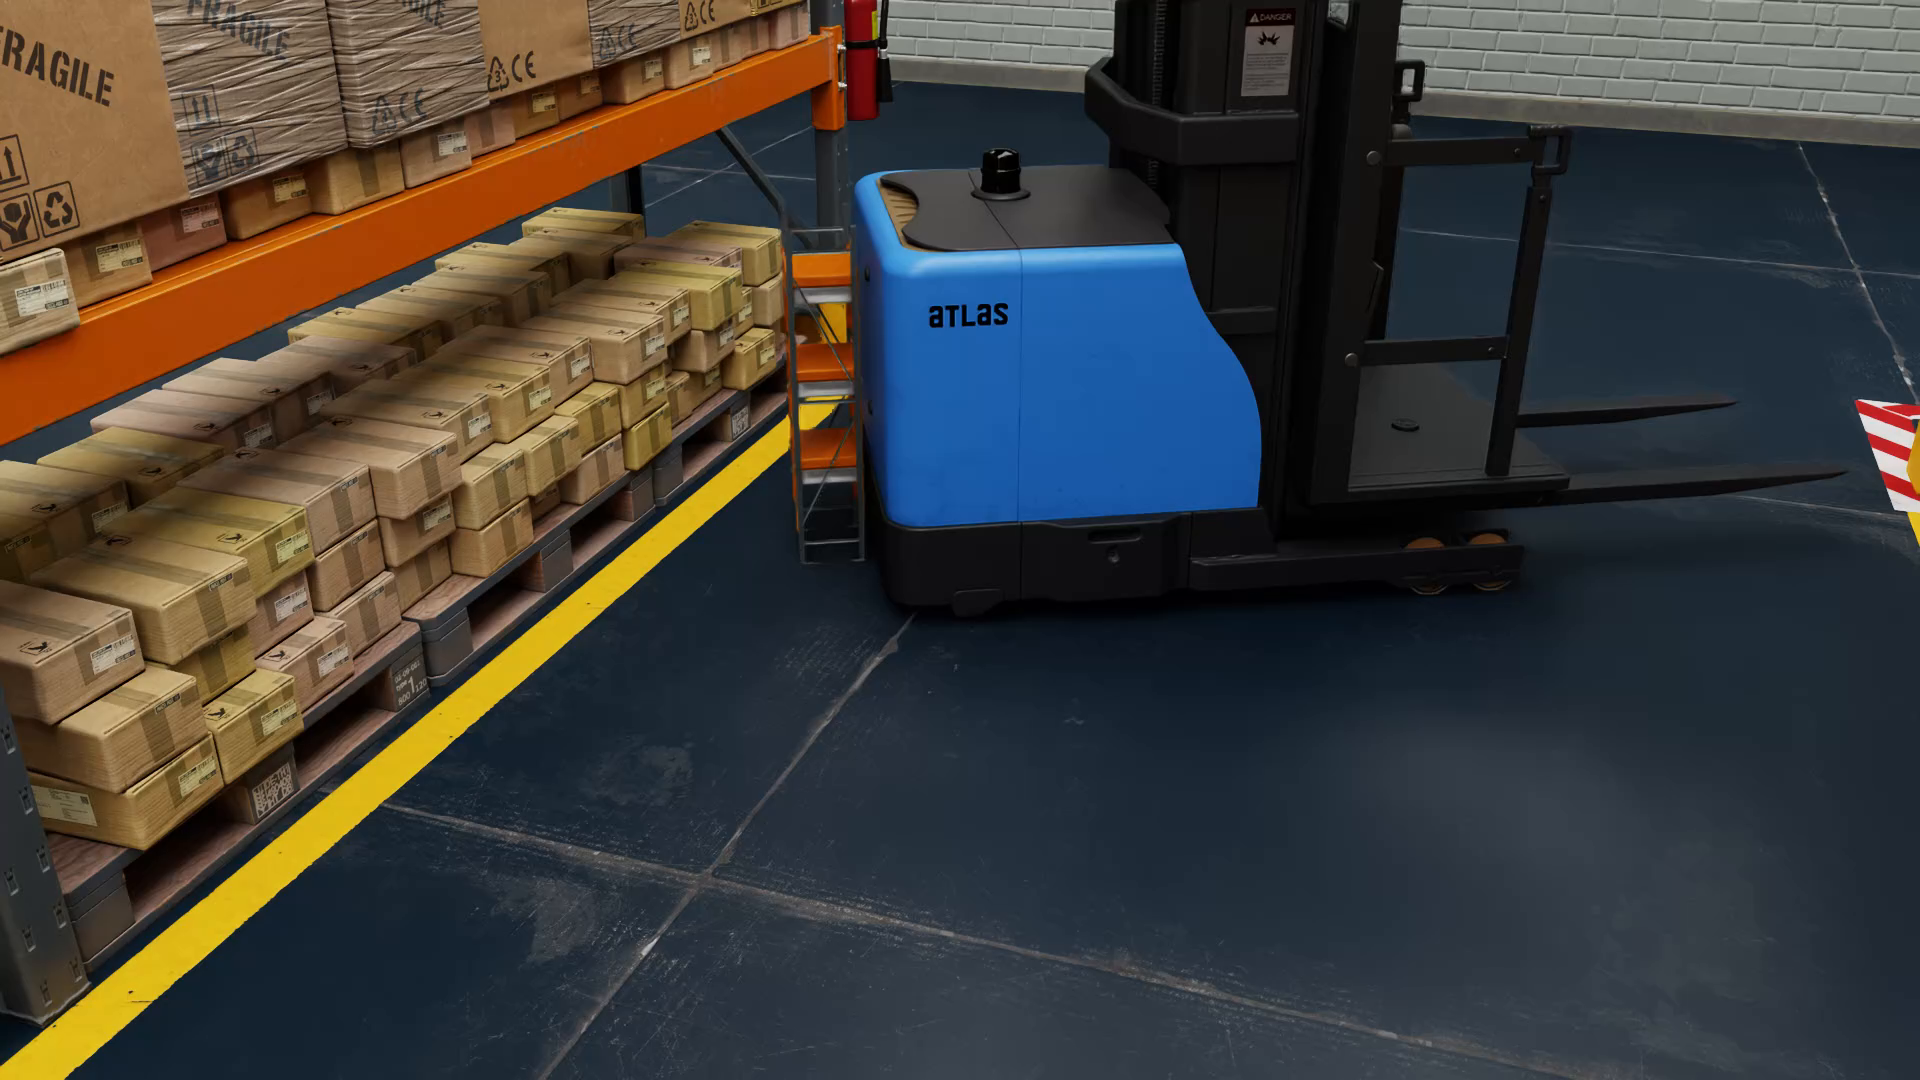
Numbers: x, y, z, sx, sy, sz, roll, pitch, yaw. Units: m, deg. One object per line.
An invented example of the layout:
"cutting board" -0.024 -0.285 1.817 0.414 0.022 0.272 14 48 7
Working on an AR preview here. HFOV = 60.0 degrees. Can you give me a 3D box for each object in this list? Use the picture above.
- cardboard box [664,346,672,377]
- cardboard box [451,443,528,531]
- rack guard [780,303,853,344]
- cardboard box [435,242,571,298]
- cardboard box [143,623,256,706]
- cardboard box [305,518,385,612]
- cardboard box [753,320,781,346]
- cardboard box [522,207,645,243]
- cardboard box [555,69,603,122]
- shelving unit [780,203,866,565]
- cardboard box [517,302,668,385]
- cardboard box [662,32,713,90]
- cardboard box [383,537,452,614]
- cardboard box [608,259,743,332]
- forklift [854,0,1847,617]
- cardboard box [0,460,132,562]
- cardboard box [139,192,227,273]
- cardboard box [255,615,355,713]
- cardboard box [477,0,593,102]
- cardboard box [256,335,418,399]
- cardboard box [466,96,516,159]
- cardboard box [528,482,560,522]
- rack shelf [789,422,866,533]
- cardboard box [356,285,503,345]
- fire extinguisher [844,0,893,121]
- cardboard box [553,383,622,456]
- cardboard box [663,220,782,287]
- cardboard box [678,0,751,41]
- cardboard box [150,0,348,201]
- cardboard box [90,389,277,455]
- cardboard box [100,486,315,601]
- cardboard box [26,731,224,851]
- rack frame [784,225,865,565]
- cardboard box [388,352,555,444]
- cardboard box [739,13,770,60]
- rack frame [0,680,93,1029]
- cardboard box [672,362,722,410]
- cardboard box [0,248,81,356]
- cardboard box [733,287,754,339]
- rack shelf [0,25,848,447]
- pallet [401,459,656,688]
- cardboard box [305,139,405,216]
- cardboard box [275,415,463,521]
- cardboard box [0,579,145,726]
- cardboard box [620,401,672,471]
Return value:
"cardboard box" -1.183 -0.603 5.502 0.380 0.149 0.250 8 27 17
"cardboard box" -1.431 -0.167 4.600 0.380 0.149 0.250 9 27 17
"rack guard" -0.944 -0.975 6.690 1.175 0.500 0.348 9 27 17
"cardboard box" -1.597 -0.923 5.821 0.380 0.149 0.250 9 27 17
"cardboard box" -1.828 0.253 3.733 0.380 0.149 0.250 9 27 18
"cardboard box" -1.689 0.037 4.179 0.380 0.149 0.250 7 27 15
"cardboard box" -0.898 -0.790 6.230 0.380 0.149 0.250 9 27 18
"cardboard box" -1.414 -1.139 6.267 0.380 0.149 0.250 8 27 15
"cardboard box" -1.273 -1.327 4.836 0.380 0.149 0.250 8 27 15
"shelving unit" -0.408 -0.455 4.985 0.215 1.050 0.252 -4 26 -7
"cardboard box" -1.143 -0.615 5.185 0.380 0.149 0.250 10 28 19
"cardboard box" -1.011 -1.533 5.262 0.380 0.149 0.250 9 27 19
"cardboard box" -1.610 0.058 4.479 0.380 0.149 0.250 8 27 15
"cardboard box" -0.960 -0.831 5.630 0.380 0.149 0.250 8 27 16
"forklift" 1.221 -1.381 4.739 3.031 2.935 1.130 -4 26 -7
"cardboard box" -2.254 -0.059 4.037 0.380 0.149 0.250 8 27 17
"cardboard box" -1.792 -0.677 3.495 0.380 0.149 0.250 8 27 15
"cardboard box" -1.704 0.285 4.010 0.380 0.149 0.250 9 27 17
"cardboard box" -1.338 -1.464 4.375 0.500 0.500 0.500 10 28 20
"cardboard box" -1.827 -0.478 4.902 0.380 0.149 0.250 9 27 18
"cardboard box" -1.410 -1.108 4.385 0.380 0.149 0.250 10 28 19
"cardboard box" -1.417 -0.154 4.916 0.380 0.149 0.250 10 27 19
"rack shelf" -0.408 -0.195 5.111 0.215 0.259 0.240 -4 26 -7
"cardboard box" -1.702 -0.697 5.353 0.380 0.149 0.250 10 28 19
"fire extinguisher" -0.400 -1.965 6.383 0.296 0.674 0.183 9 27 17
"cardboard box" -1.260 -0.381 5.044 0.380 0.149 0.250 10 28 20
"cardboard box" -0.856 -1.050 6.084 0.380 0.149 0.250 9 27 18
"cardboard box" -1.002 -1.877 5.229 0.500 0.500 0.500 8 27 17
"cardboard box" -1.690 -1.038 3.495 0.500 0.500 0.500 9 27 17
"cardboard box" -2.091 -0.279 4.491 0.380 0.149 0.250 7 27 15
"cardboard box" -1.755 0.012 3.890 0.380 0.149 0.250 8 27 17
"cardboard box" -1.826 0.504 3.557 0.380 0.149 0.250 8 27 15
"rack frame" -0.391 -0.402 4.876 0.200 1.050 0.008 -4 26 -7
"cardboard box" -1.396 -0.411 4.764 0.380 0.149 0.250 9 27 18
"cardboard box" -0.879 -1.746 5.703 0.380 0.149 0.250 9 27 17
"rack frame" -2.250 -0.487 2.814 1.000 3.000 0.127 9 27 17
"cardboard box" -1.057 -0.574 5.783 0.380 0.149 0.250 9 27 17
"cardboard box" -1.847 -0.443 3.012 0.380 0.149 0.250 10 28 19
"cardboard box" -0.963 -0.813 5.935 0.380 0.149 0.250 8 27 16
"rack shelf" -1.585 -0.985 4.669 1.077 0.370 4.000 9 27 17
"pallet" -1.656 -0.016 5.042 1.003 0.211 1.213 9 27 17
"cardboard box" -1.551 -0.882 3.919 0.380 0.149 0.250 9 27 18
"cardboard box" -1.528 -0.191 4.310 0.380 0.149 0.250 9 27 19
"cardboard box" -1.940 0.227 3.445 0.380 0.149 0.250 10 28 20
"cardboard box" -1.152 -0.357 5.334 0.380 0.149 0.250 8 27 15
